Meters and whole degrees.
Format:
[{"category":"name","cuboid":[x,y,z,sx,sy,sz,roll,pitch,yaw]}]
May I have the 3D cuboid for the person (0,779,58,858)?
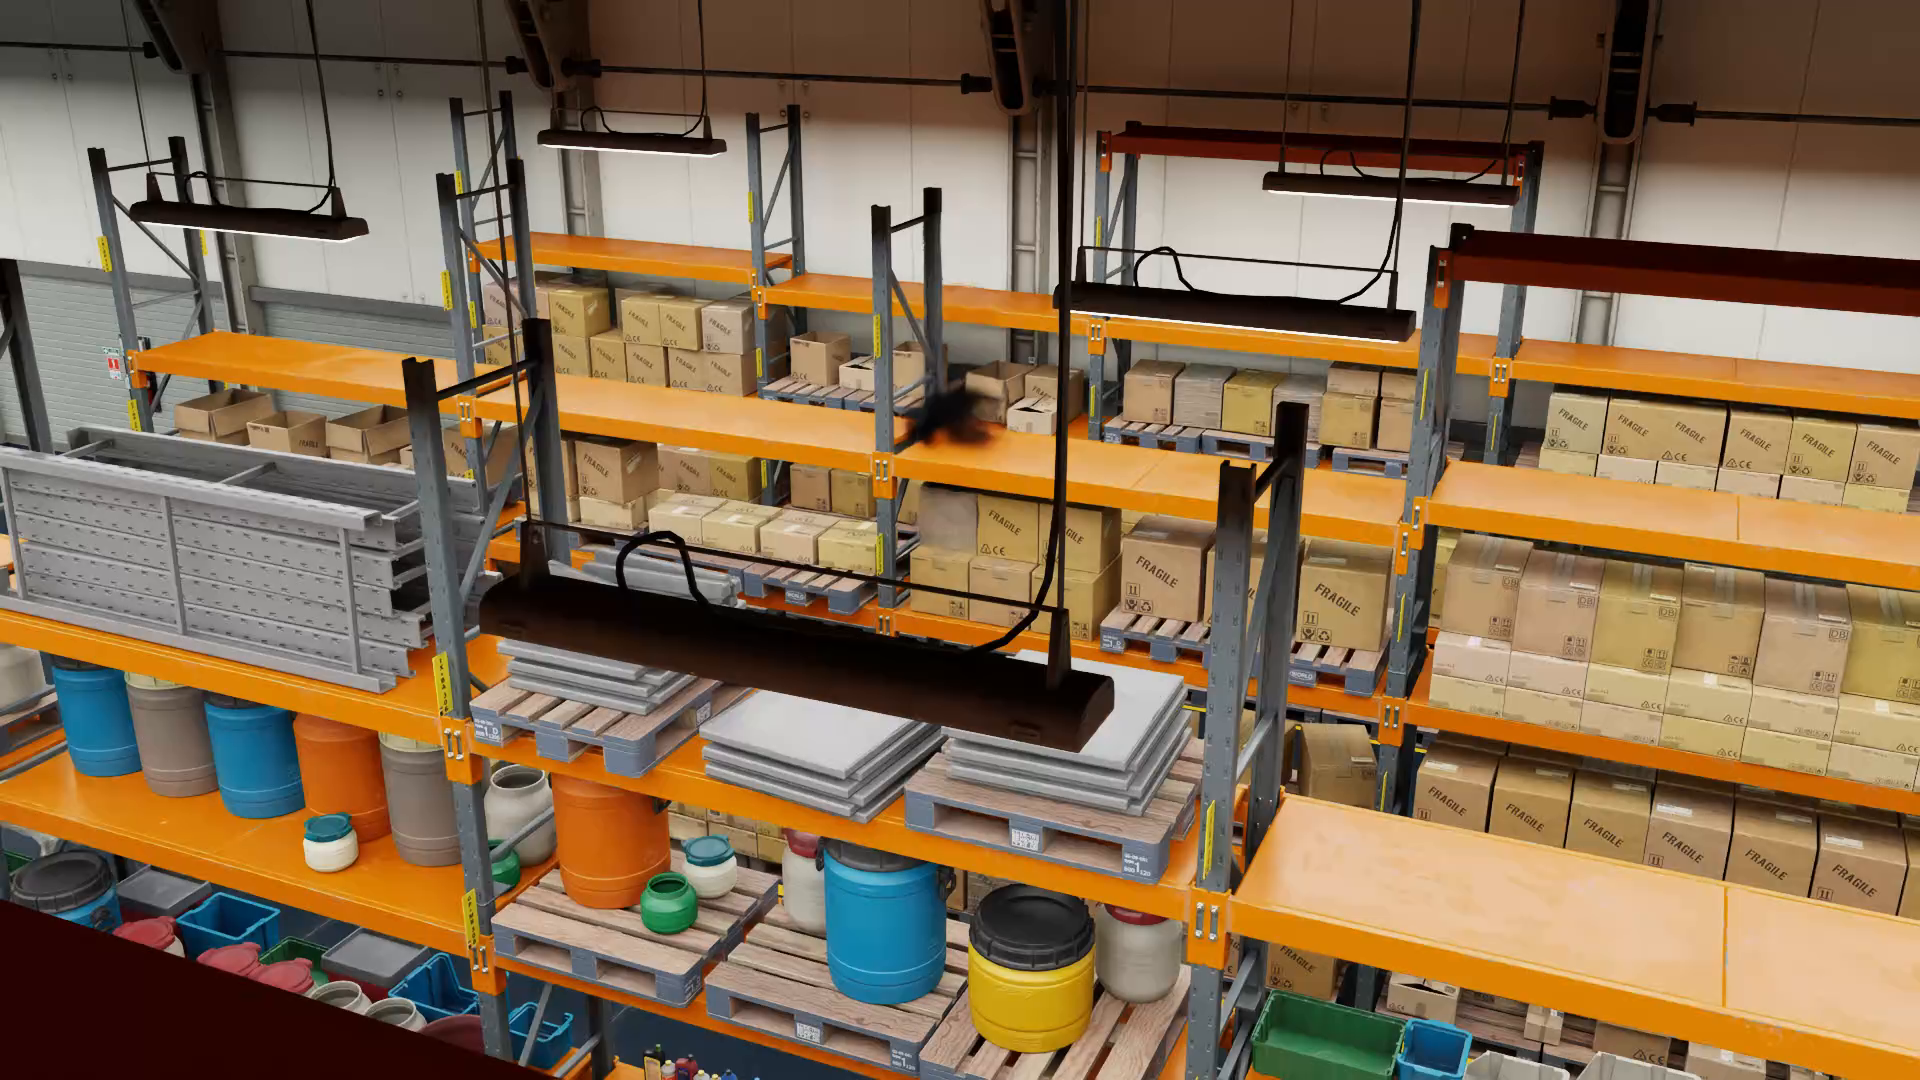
[{"category":"person","cuboid":[-8.482,2.172,14.524,0.902,1.700,0.628,4,21,12]}]
